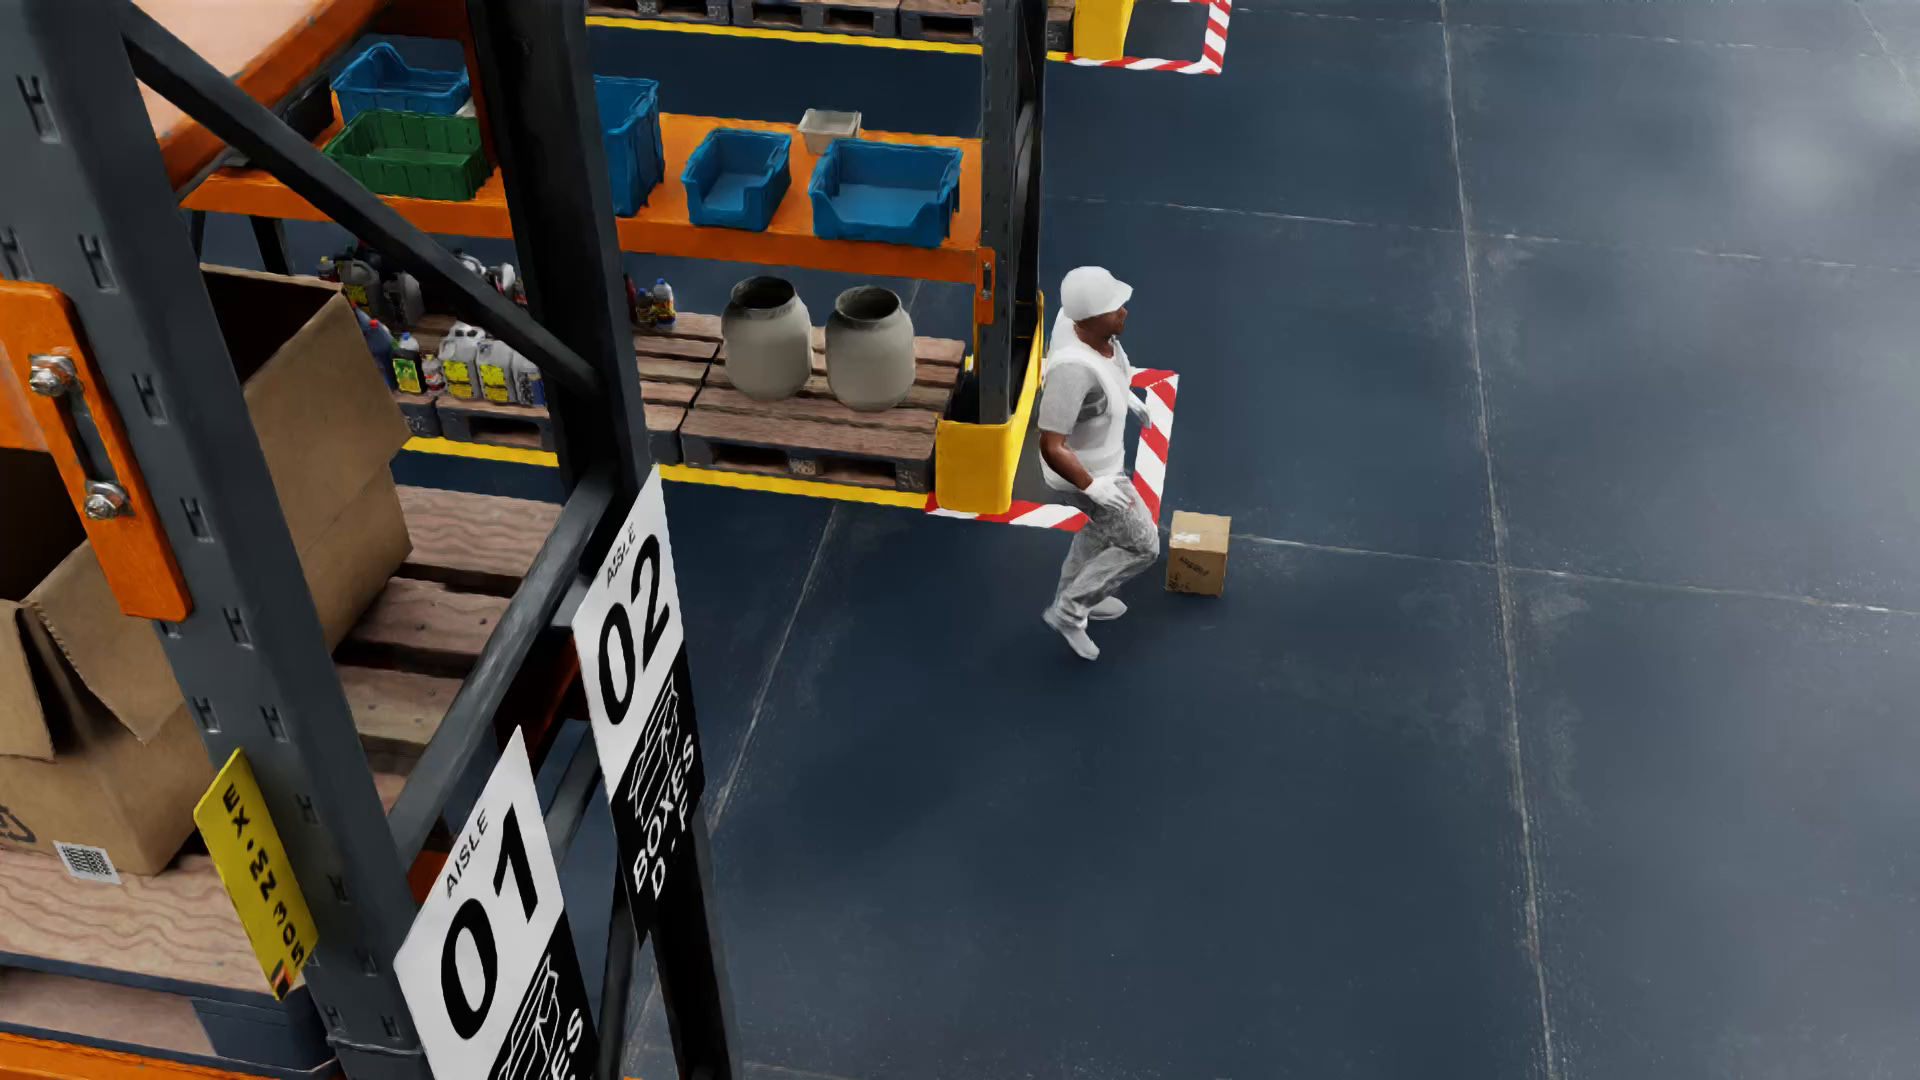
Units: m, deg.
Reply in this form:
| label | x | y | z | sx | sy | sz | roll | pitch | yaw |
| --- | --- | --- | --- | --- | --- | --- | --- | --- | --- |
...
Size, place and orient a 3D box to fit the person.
| label | x | y | z | sx | sy | sz | roll | pitch | yaw |
| --- | --- | --- | --- | --- | --- | --- | --- | --- | --- |
| person | 0.539 | -0.333 | 6.563 | 0.515 | 1.750 | 0.734 | 0 | 40 | 0 |
